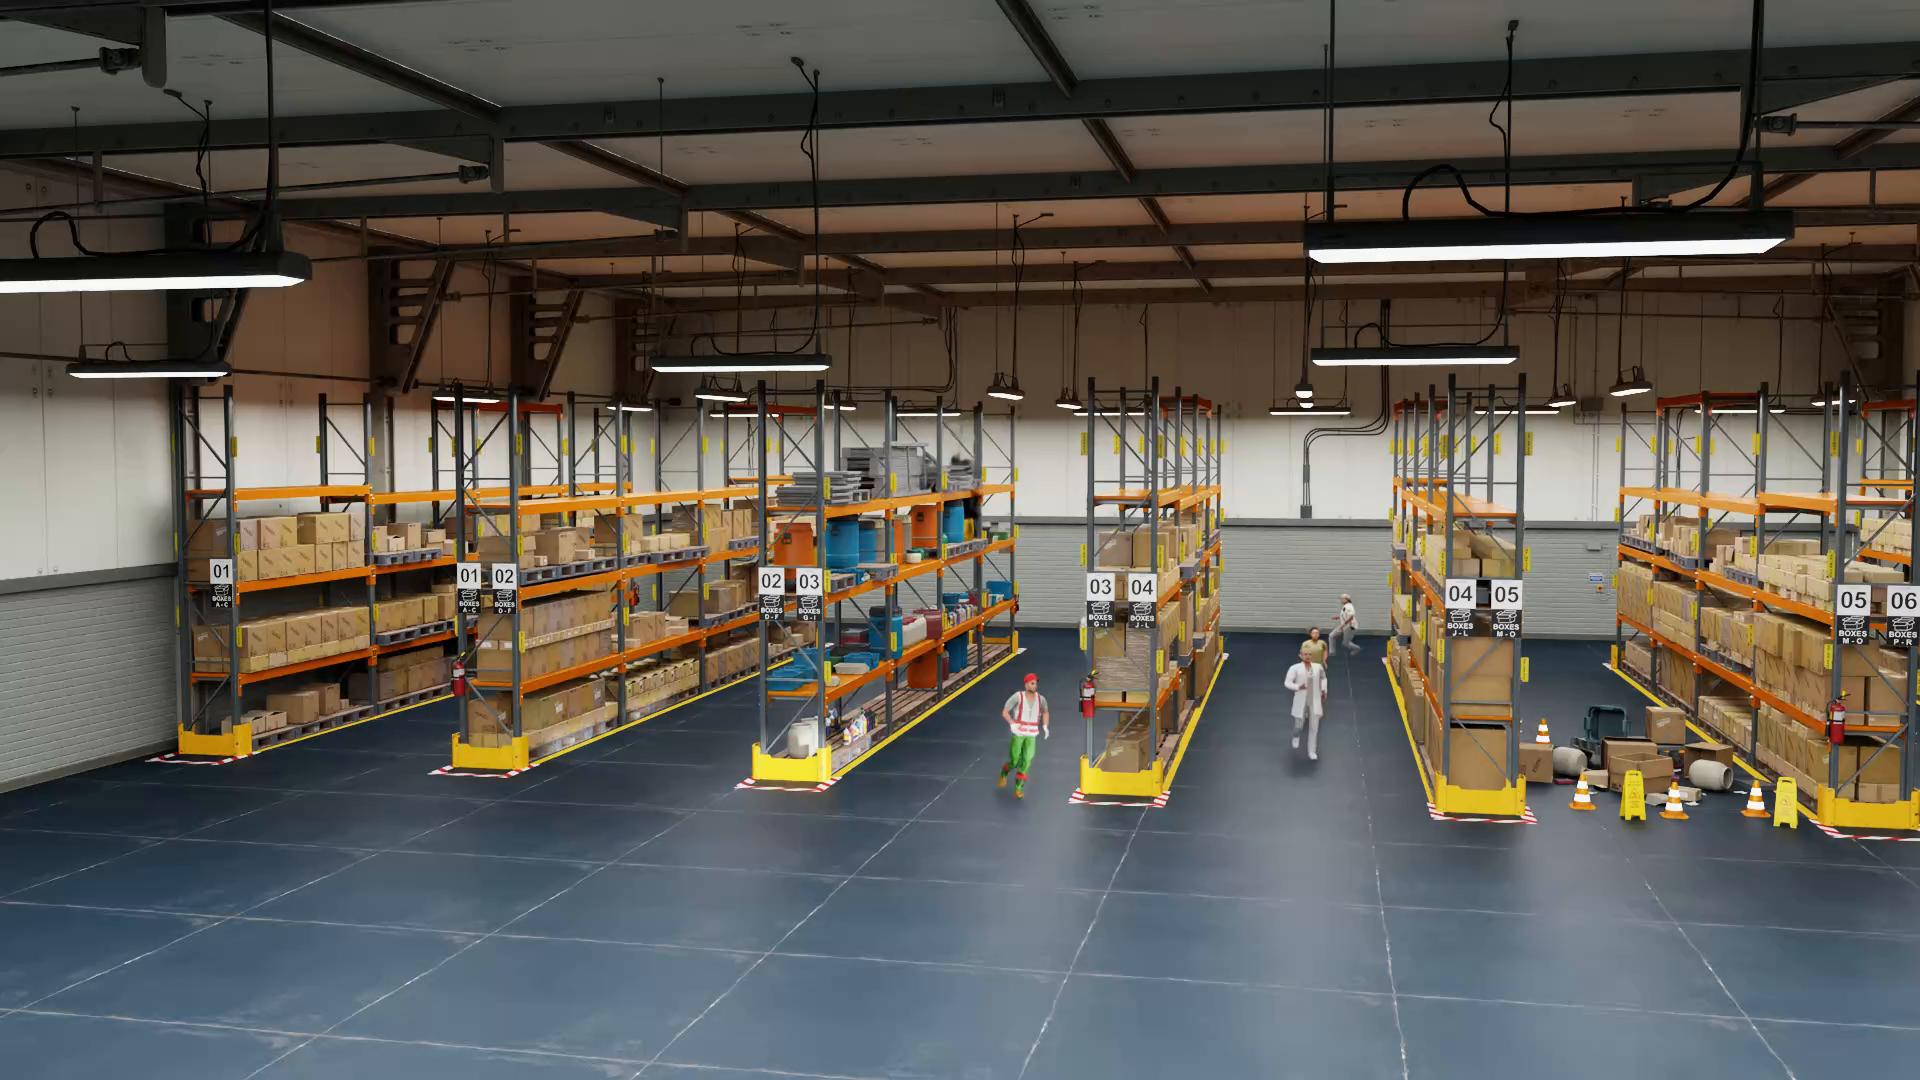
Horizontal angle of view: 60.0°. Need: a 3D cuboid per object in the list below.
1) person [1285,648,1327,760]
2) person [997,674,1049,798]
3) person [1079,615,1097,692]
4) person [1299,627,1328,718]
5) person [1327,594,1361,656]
[{"bbox_3d":[5.600,2.616,26.855,0.723,1.748,0.965,0,3,0],"label":"person"},{"bbox_3d":[0.960,2.789,23.909,0.716,1.747,0.775,-1,3,-17],"label":"person"},{"bbox_3d":[2.593,2.074,32.420,0.544,1.754,0.675,1,3,12],"label":"person"},{"bbox_3d":[6.600,2.433,31.048,0.562,1.656,0.926,0,3,1],"label":"person"},{"bbox_3d":[9.155,2.032,39.501,0.803,1.496,0.699,-1,3,-18],"label":"person"}]
